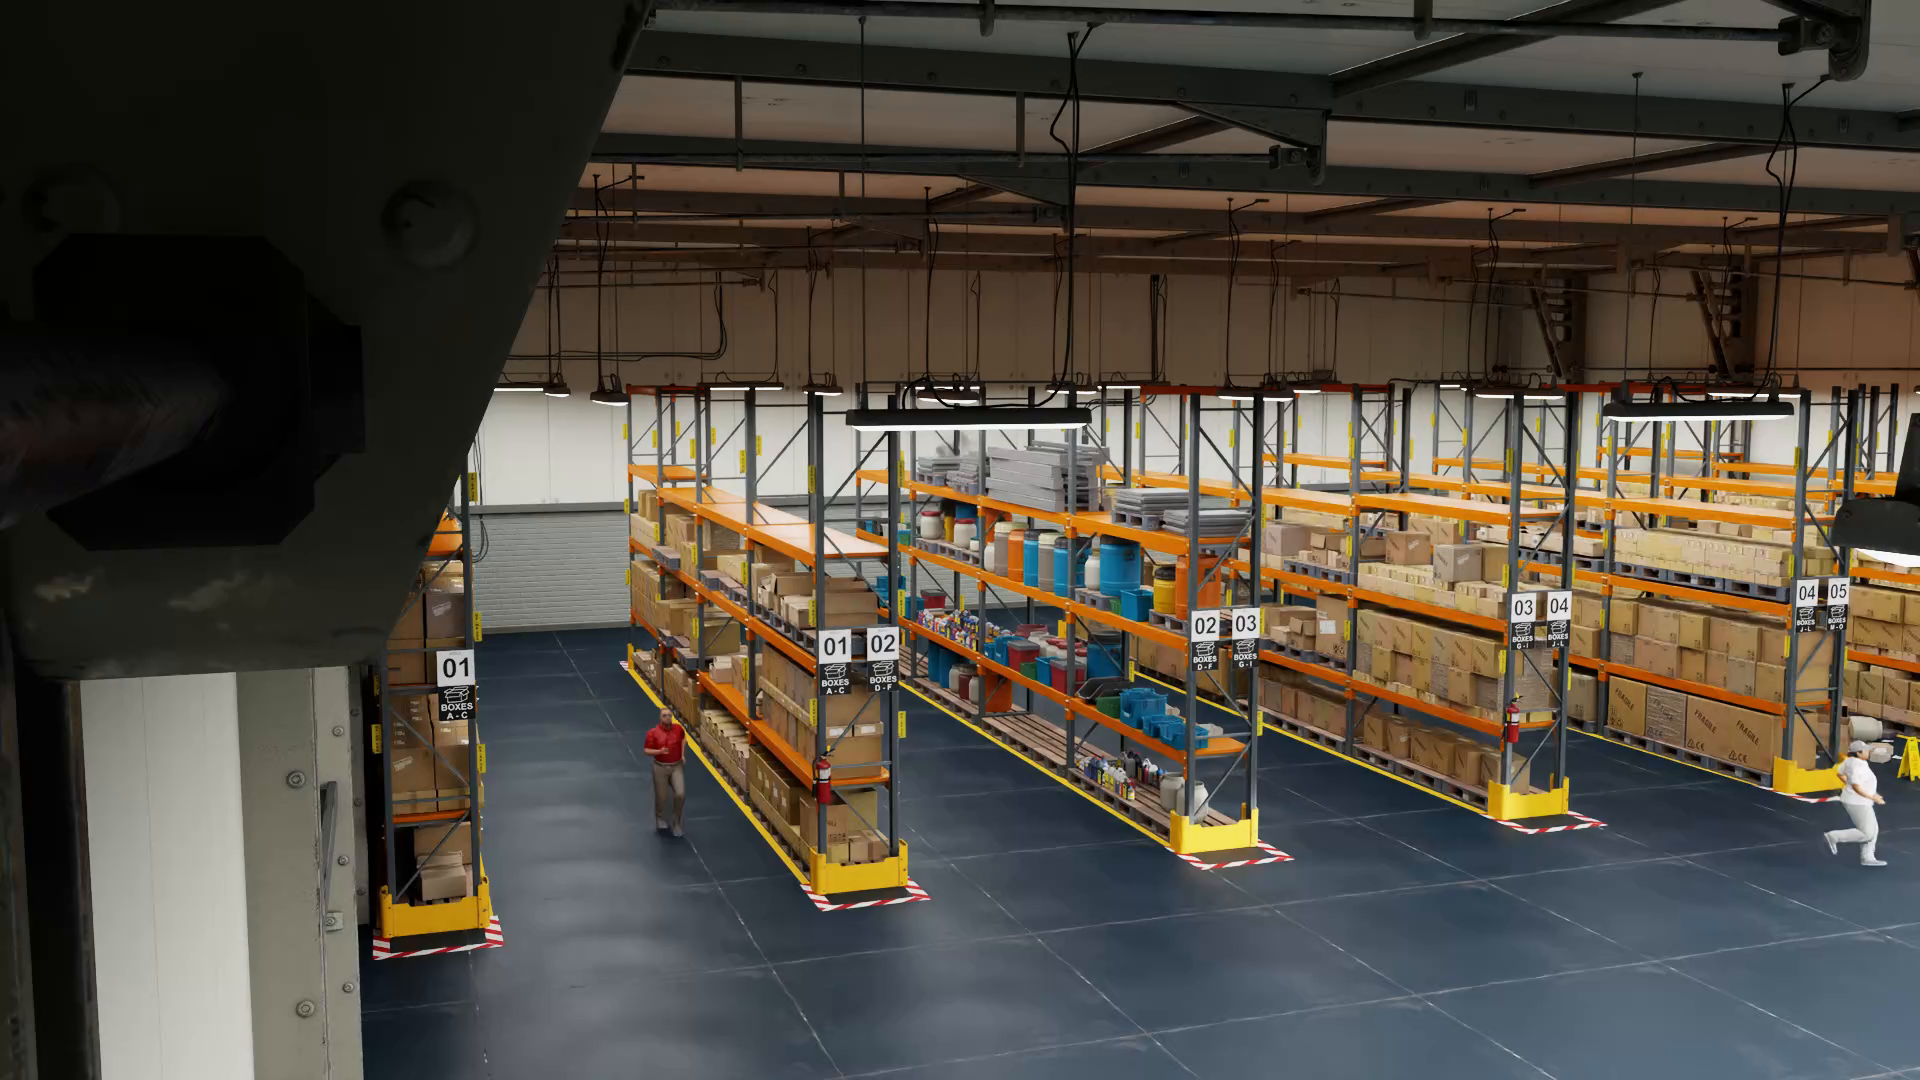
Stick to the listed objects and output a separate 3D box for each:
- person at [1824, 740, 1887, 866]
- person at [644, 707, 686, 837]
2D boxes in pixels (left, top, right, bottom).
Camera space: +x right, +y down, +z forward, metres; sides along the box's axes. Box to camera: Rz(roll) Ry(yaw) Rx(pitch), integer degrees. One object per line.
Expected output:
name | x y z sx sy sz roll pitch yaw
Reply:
person | 11.423 3.349 21.180 0.769 1.624 0.621 2 6 15
person | -3.961 3.160 22.572 0.640 1.779 0.727 -3 6 -24
